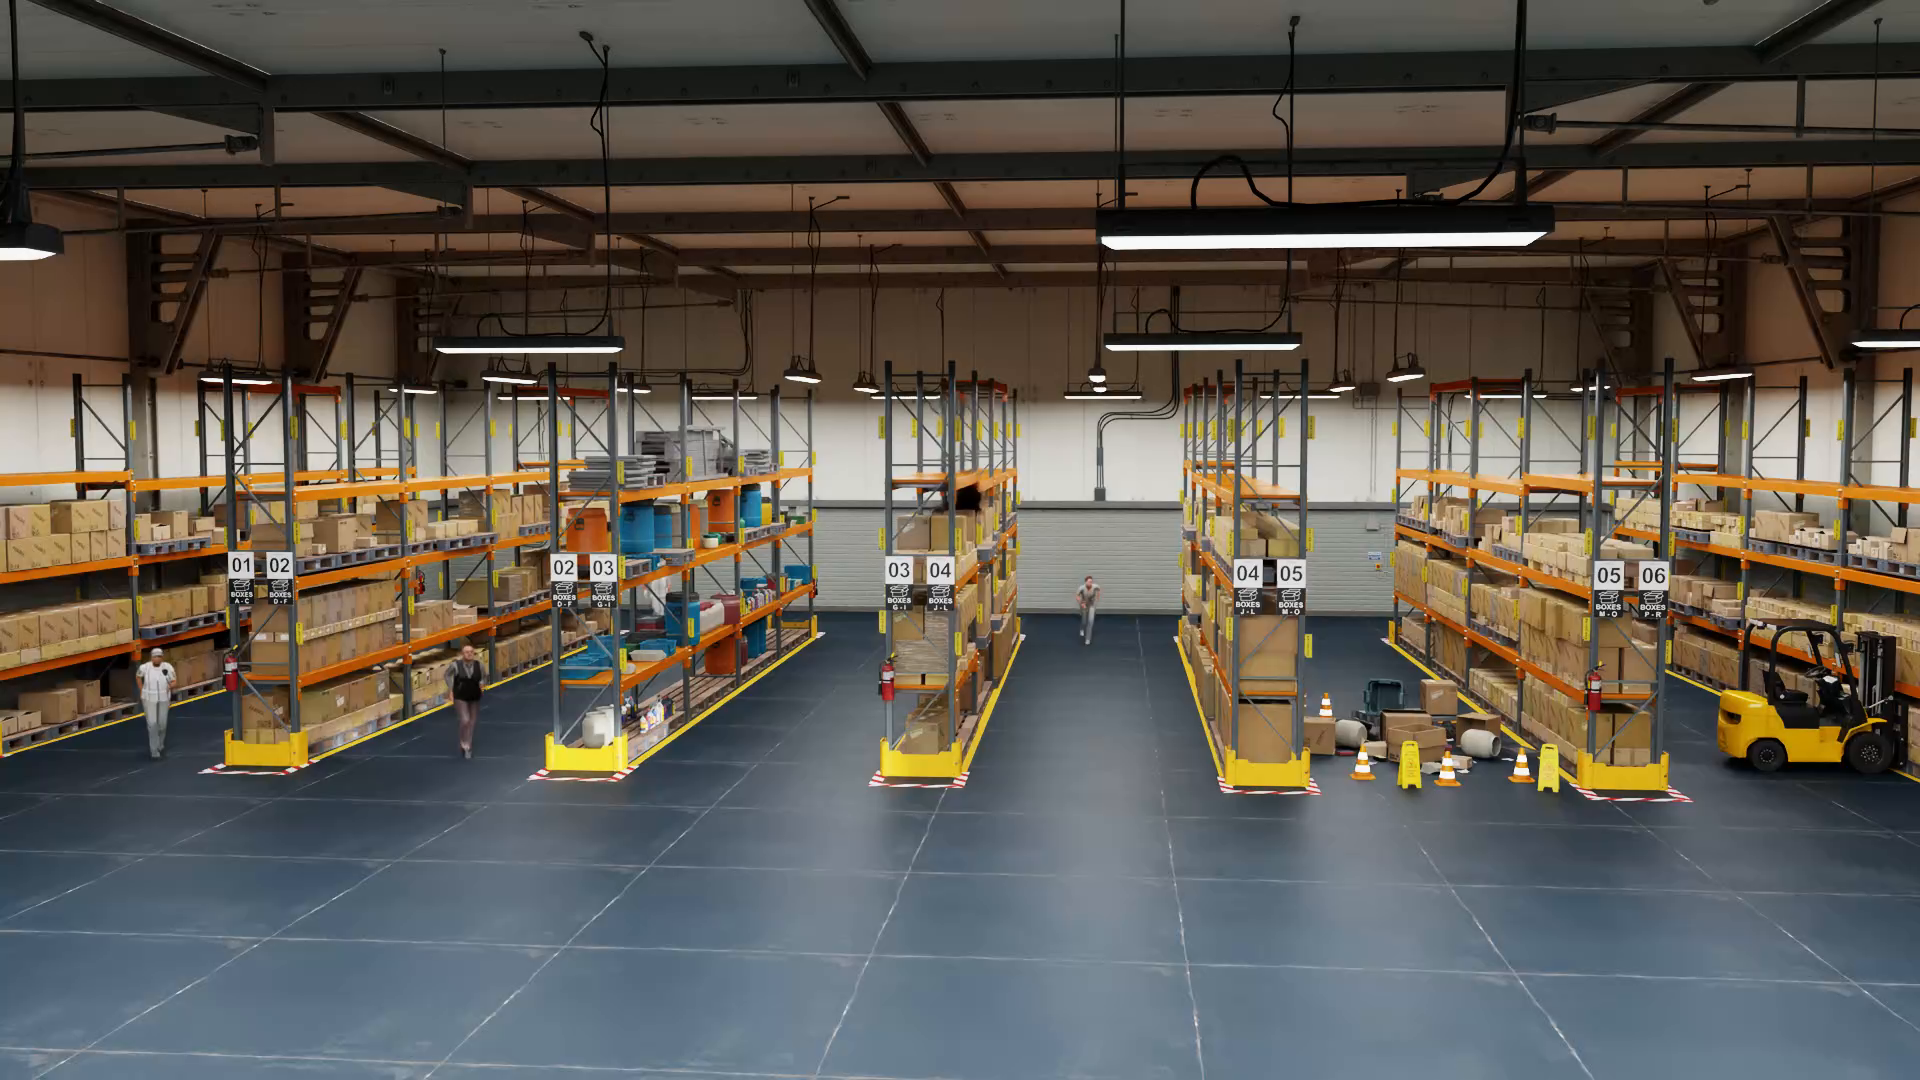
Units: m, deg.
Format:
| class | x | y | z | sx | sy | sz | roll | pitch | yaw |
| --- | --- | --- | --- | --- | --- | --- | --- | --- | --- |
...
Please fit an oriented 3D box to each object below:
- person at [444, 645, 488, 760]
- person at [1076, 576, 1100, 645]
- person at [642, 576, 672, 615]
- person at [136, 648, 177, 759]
| class | x | y | z | sx | sy | sz | roll | pitch | yaw |
| --- | --- | --- | --- | --- | --- | --- | --- | --- | --- |
| person | -7.566 | 2.490 | 25.545 | 0.595 | 1.772 | 0.874 | -3 | 5 | -36 |
| person | 3.002 | 1.641 | 39.407 | 0.590 | 1.604 | 0.990 | -1 | 4 | -10 |
| person | -7.417 | 1.427 | 40.874 | 0.683 | 1.746 | 0.721 | -2 | 4 | -23 |
| person | -12.387 | 2.498 | 25.677 | 0.537 | 1.699 | 0.840 | -3 | 5 | -37 |
